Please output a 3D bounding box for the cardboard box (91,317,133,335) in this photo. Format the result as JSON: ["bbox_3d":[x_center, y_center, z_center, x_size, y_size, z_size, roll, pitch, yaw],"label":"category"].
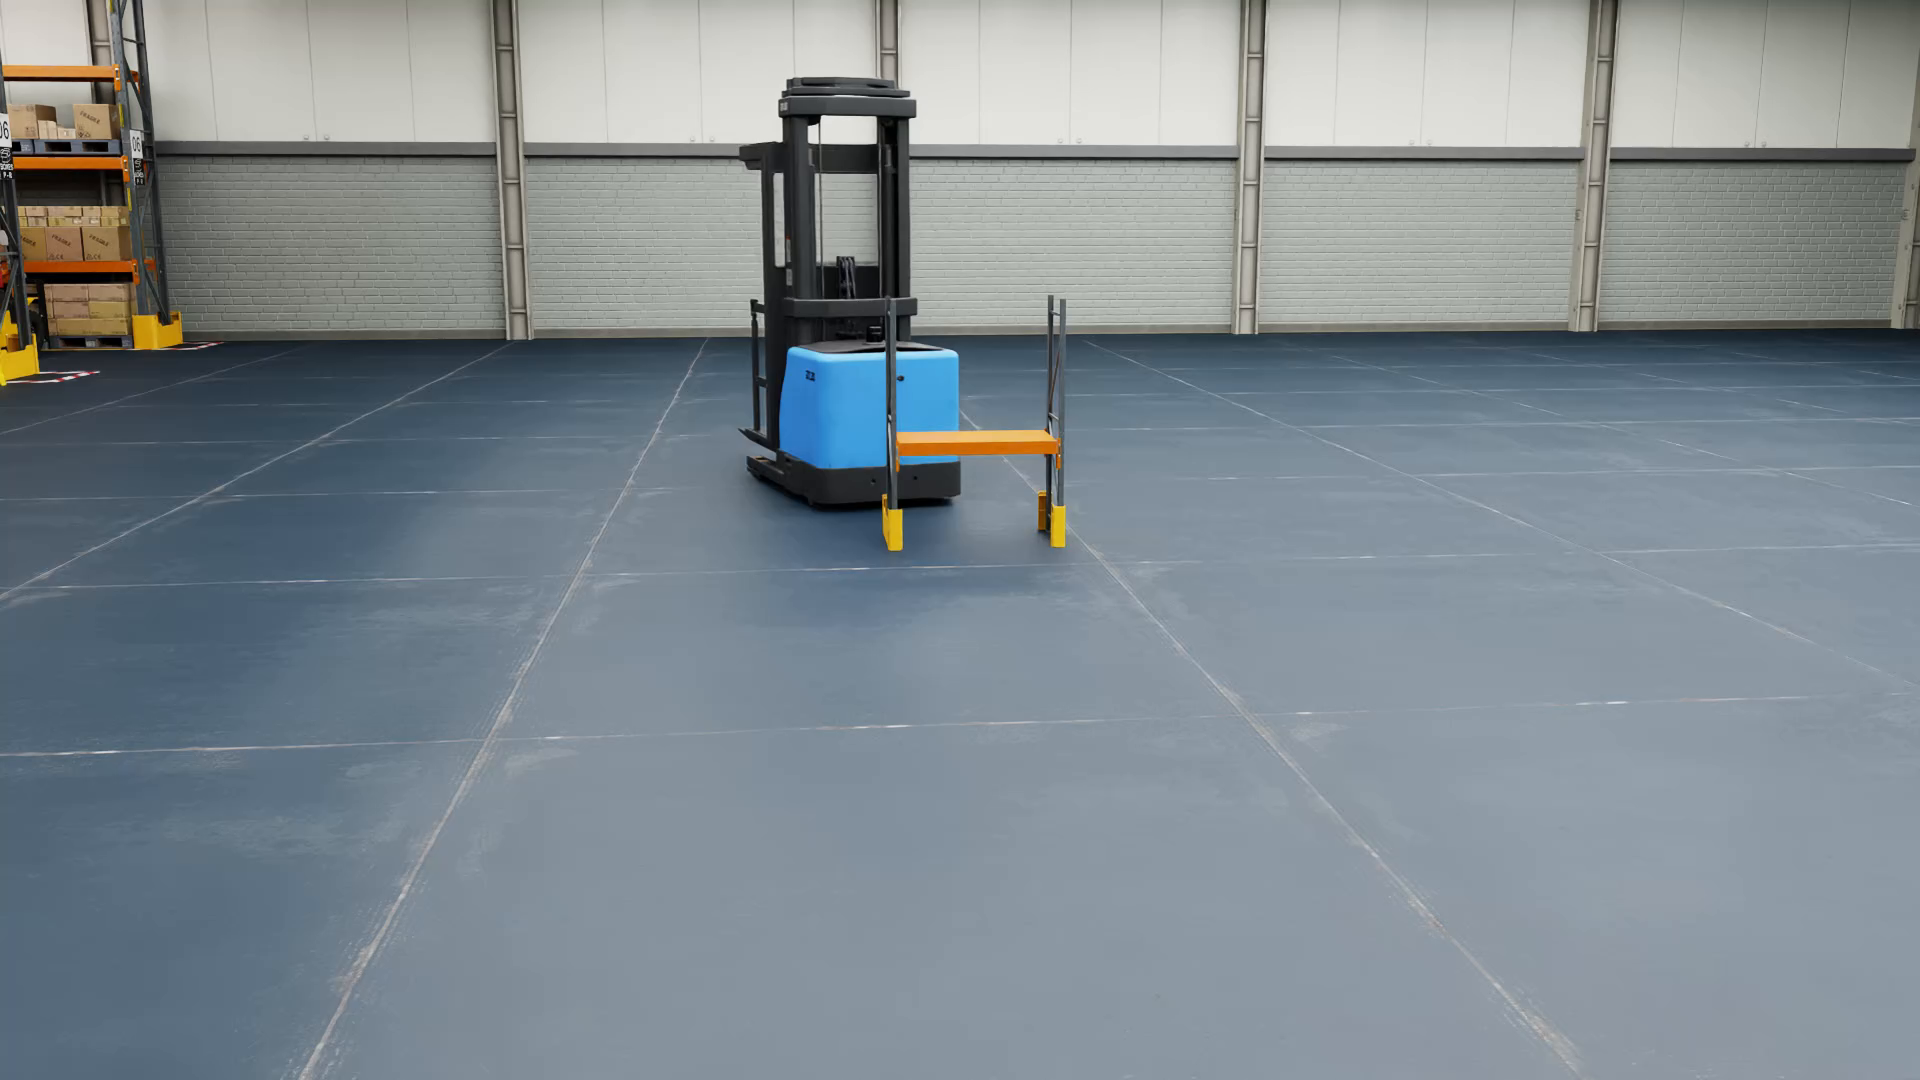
[{"bbox_3d":[-12.721,-3.227,25.045,0.500,0.250,0.500,-1,11,-6],"label":"cardboard box"}]

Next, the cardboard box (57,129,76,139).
[{"bbox_3d":[-13.079,-5.969,24.479,0.250,0.149,0.380,-2,11,-8],"label":"cardboard box"}]

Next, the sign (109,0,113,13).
[{"bbox_3d":[-12.243,-7.777,23.971,0.005,0.325,0.100,-1,11,-6],"label":"sign"}]

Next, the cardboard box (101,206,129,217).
[{"bbox_3d":[-12.621,-4.906,24.834,0.250,0.149,0.380,-1,11,-6],"label":"cardboard box"}]

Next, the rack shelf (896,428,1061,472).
[{"bbox_3d":[0.085,-0.561,10.267,1.000,0.185,0.538,-1,11,-6],"label":"rack shelf"}]

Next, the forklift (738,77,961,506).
[{"bbox_3d":[-1.001,-1.913,12.499,1.130,2.935,3.031,-4,12,-21],"label":"forklift"}]

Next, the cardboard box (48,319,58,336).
[{"bbox_3d":[-13.715,-3.210,24.958,0.500,0.250,0.500,-1,11,-5],"label":"cardboard box"}]

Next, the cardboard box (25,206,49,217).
[{"bbox_3d":[-13.623,-4.866,24.634,0.250,0.149,0.380,-1,11,-5],"label":"cardboard box"}]

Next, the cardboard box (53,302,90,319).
[{"bbox_3d":[-13.238,-3.464,24.956,0.500,0.250,0.500,-1,11,-7],"label":"cardboard box"}]

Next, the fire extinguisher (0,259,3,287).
[{"bbox_3d":[-11.585,-3.365,19.907,0.183,0.674,0.296,-1,11,-6],"label":"fire extinguisher"}]

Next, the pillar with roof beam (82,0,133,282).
[{"bbox_3d":[-12.613,-6.717,21.206,0.400,9.000,9.100,-1,11,-6],"label":"pillar with roof beam"}]

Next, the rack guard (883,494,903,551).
[{"bbox_3d":[-0.419,-0.114,10.299,0.087,0.250,0.587,-1,11,-6],"label":"rack guard"}]

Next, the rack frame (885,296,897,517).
[{"bbox_3d":[-0.421,-0.727,10.178,0.032,1.500,0.500,-1,11,-6],"label":"rack frame"}]

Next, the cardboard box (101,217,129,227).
[{"bbox_3d":[-12.602,-4.747,24.796,0.250,0.149,0.380,-1,11,-5],"label":"cardboard box"}]

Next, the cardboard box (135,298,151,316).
[{"bbox_3d":[-12.778,-3.573,25.508,0.500,0.250,0.500,-1,11,-5],"label":"cardboard box"}]

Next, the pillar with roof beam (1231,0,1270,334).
[{"bbox_3d":[5.282,-7.092,23.113,0.400,9.000,9.100,-1,11,-6],"label":"pillar with roof beam"}]

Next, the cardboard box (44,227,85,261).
[{"bbox_3d":[-13.266,-4.420,24.815,0.500,0.500,0.500,-1,11,-4],"label":"cardboard box"}]

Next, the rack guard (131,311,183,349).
[{"bbox_3d":[-12.264,-3.214,25.422,0.348,0.500,1.175,-1,11,-6],"label":"rack guard"}]

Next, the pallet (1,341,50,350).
[{"bbox_3d":[-14.254,-3.023,25.199,1.213,0.211,1.003,-1,11,-6],"label":"pallet"}]

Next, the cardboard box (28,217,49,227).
[{"bbox_3d":[-13.626,-4.724,24.683,0.250,0.149,0.380,-2,11,-8],"label":"cardboard box"}]

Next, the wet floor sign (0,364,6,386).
[{"bbox_3d":[-11.444,-2.132,19.540,0.232,0.644,0.267,3,11,14],"label":"wet floor sign"}]

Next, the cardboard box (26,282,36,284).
[{"bbox_3d":[-14.291,-3.785,25.294,0.500,0.250,0.500,-1,11,-7],"label":"cardboard box"}]

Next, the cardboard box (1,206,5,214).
[{"bbox_3d":[-14.146,-4.873,24.666,0.250,0.149,0.380,-1,11,-5],"label":"cardboard box"}]

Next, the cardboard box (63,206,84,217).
[{"bbox_3d":[-13.120,-4.884,24.723,0.250,0.149,0.380,-1,11,-5],"label":"cardboard box"}]

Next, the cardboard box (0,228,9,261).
[{"bbox_3d":[-14.274,-4.396,24.696,0.500,0.500,0.500,-1,11,-6],"label":"cardboard box"}]

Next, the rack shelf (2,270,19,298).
[{"bbox_3d":[-13.737,-3.094,20.194,4.000,0.370,1.077,-1,11,-6],"label":"rack shelf"}]

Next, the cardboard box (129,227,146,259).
[{"bbox_3d":[-12.810,-4.532,25.387,0.500,0.500,0.500,-1,11,-4],"label":"cardboard box"}]

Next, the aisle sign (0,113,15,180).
[{"bbox_3d":[-11.720,-4.825,20.395,0.004,0.787,0.394,-1,11,-6],"label":"aisle sign"}]

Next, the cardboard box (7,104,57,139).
[{"bbox_3d":[-13.731,-6.158,24.534,0.500,0.500,0.700,-1,11,-6],"label":"cardboard box"}]

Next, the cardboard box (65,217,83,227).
[{"bbox_3d":[-13.118,-4.742,24.772,0.250,0.149,0.380,-1,11,-5],"label":"cardboard box"}]

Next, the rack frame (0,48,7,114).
[{"bbox_3d":[-11.748,-6.432,19.758,0.127,3.000,1.000,-1,11,-6],"label":"rack frame"}]

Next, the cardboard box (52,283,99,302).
[{"bbox_3d":[-13.219,-3.707,24.894,0.500,0.250,0.500,-1,11,-5],"label":"cardboard box"}]

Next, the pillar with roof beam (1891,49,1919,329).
[{"bbox_3d":[17.212,-7.342,24.385,0.400,9.000,9.100,-1,11,-6],"label":"pillar with roof beam"}]

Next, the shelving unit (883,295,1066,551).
[{"bbox_3d":[0.076,-0.738,10.231,1.083,1.500,0.587,-1,11,-6],"label":"shelving unit"}]

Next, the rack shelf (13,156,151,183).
[{"bbox_3d":[-14.276,-5.518,24.747,4.000,0.370,1.077,-1,11,-6],"label":"rack shelf"}]

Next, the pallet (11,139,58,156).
[{"bbox_3d":[-14.209,-5.833,24.716,1.213,0.211,1.003,-1,11,-6],"label":"pallet"}]

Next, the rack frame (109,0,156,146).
[{"bbox_3d":[-12.288,-7.384,24.600,0.127,3.000,1.000,-1,11,-6],"label":"rack frame"}]
